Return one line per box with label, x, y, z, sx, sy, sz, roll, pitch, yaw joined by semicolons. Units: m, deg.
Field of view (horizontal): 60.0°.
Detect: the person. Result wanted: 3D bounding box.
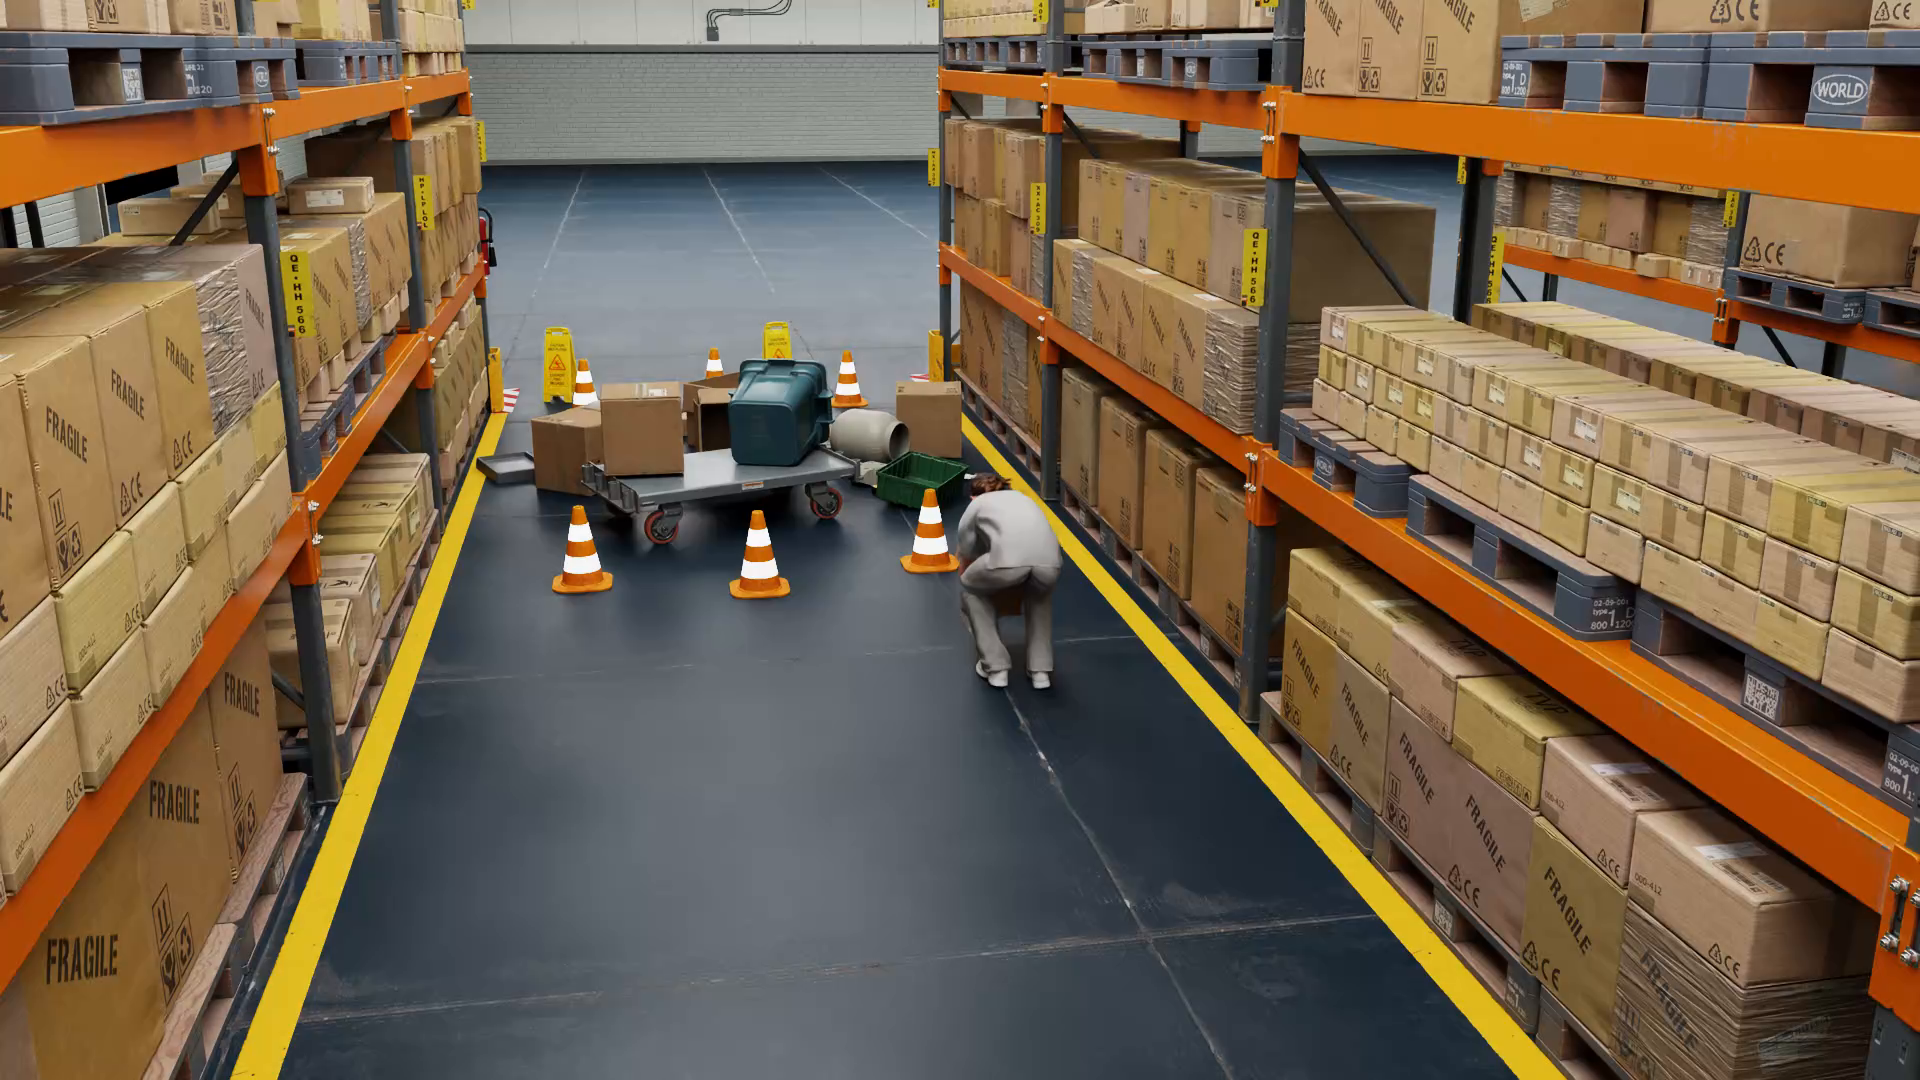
person;0.234;0.194;8.164;0.465;0.950;0.863;-4;17;-13
